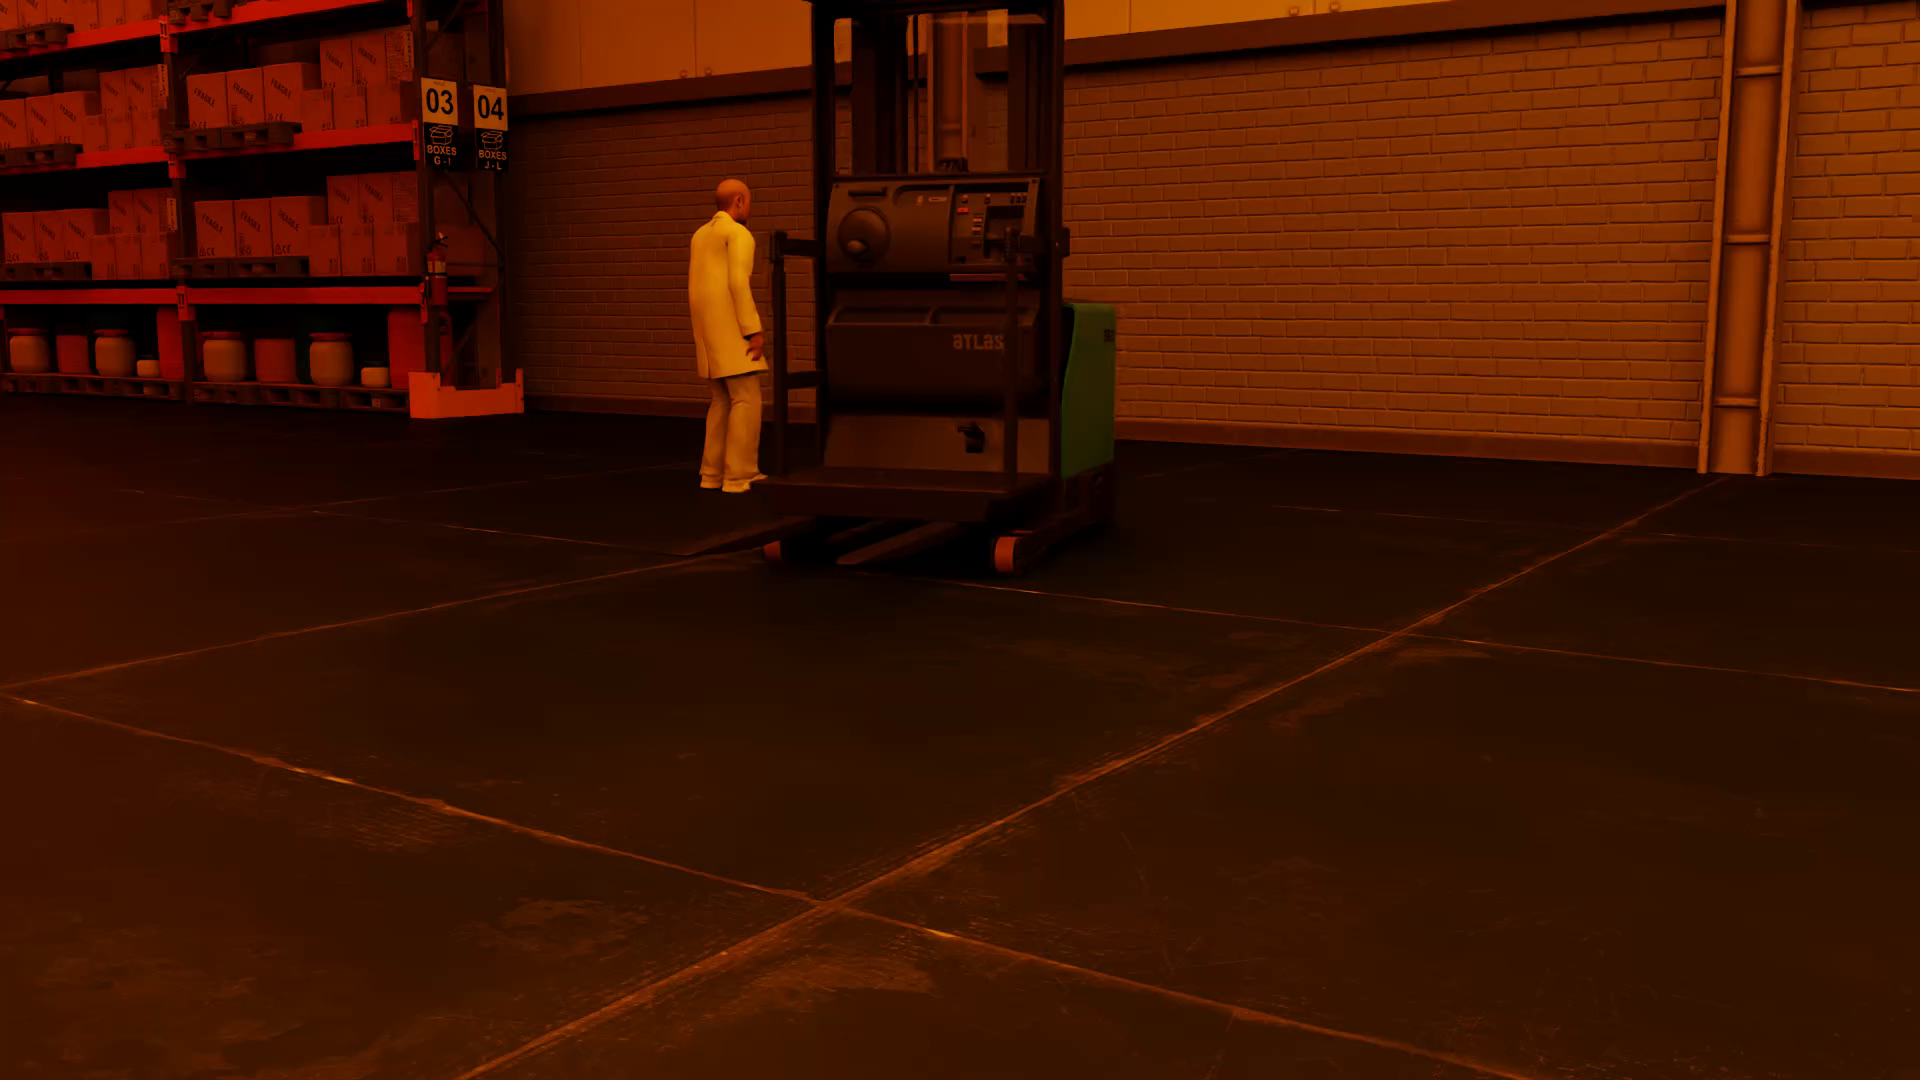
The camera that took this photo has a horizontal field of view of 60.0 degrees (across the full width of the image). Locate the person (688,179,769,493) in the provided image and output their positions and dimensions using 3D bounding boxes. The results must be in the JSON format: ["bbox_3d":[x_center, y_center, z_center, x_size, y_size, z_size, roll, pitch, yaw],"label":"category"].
[{"bbox_3d":[-1.322,-1.172,9.549,0.429,1.772,0.643,-6,10,-35],"label":"person"}]

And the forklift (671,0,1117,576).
[{"bbox_3d":[-0.185,-1.369,6.817,1.130,2.935,3.031,3,9,19],"label":"forklift"}]
